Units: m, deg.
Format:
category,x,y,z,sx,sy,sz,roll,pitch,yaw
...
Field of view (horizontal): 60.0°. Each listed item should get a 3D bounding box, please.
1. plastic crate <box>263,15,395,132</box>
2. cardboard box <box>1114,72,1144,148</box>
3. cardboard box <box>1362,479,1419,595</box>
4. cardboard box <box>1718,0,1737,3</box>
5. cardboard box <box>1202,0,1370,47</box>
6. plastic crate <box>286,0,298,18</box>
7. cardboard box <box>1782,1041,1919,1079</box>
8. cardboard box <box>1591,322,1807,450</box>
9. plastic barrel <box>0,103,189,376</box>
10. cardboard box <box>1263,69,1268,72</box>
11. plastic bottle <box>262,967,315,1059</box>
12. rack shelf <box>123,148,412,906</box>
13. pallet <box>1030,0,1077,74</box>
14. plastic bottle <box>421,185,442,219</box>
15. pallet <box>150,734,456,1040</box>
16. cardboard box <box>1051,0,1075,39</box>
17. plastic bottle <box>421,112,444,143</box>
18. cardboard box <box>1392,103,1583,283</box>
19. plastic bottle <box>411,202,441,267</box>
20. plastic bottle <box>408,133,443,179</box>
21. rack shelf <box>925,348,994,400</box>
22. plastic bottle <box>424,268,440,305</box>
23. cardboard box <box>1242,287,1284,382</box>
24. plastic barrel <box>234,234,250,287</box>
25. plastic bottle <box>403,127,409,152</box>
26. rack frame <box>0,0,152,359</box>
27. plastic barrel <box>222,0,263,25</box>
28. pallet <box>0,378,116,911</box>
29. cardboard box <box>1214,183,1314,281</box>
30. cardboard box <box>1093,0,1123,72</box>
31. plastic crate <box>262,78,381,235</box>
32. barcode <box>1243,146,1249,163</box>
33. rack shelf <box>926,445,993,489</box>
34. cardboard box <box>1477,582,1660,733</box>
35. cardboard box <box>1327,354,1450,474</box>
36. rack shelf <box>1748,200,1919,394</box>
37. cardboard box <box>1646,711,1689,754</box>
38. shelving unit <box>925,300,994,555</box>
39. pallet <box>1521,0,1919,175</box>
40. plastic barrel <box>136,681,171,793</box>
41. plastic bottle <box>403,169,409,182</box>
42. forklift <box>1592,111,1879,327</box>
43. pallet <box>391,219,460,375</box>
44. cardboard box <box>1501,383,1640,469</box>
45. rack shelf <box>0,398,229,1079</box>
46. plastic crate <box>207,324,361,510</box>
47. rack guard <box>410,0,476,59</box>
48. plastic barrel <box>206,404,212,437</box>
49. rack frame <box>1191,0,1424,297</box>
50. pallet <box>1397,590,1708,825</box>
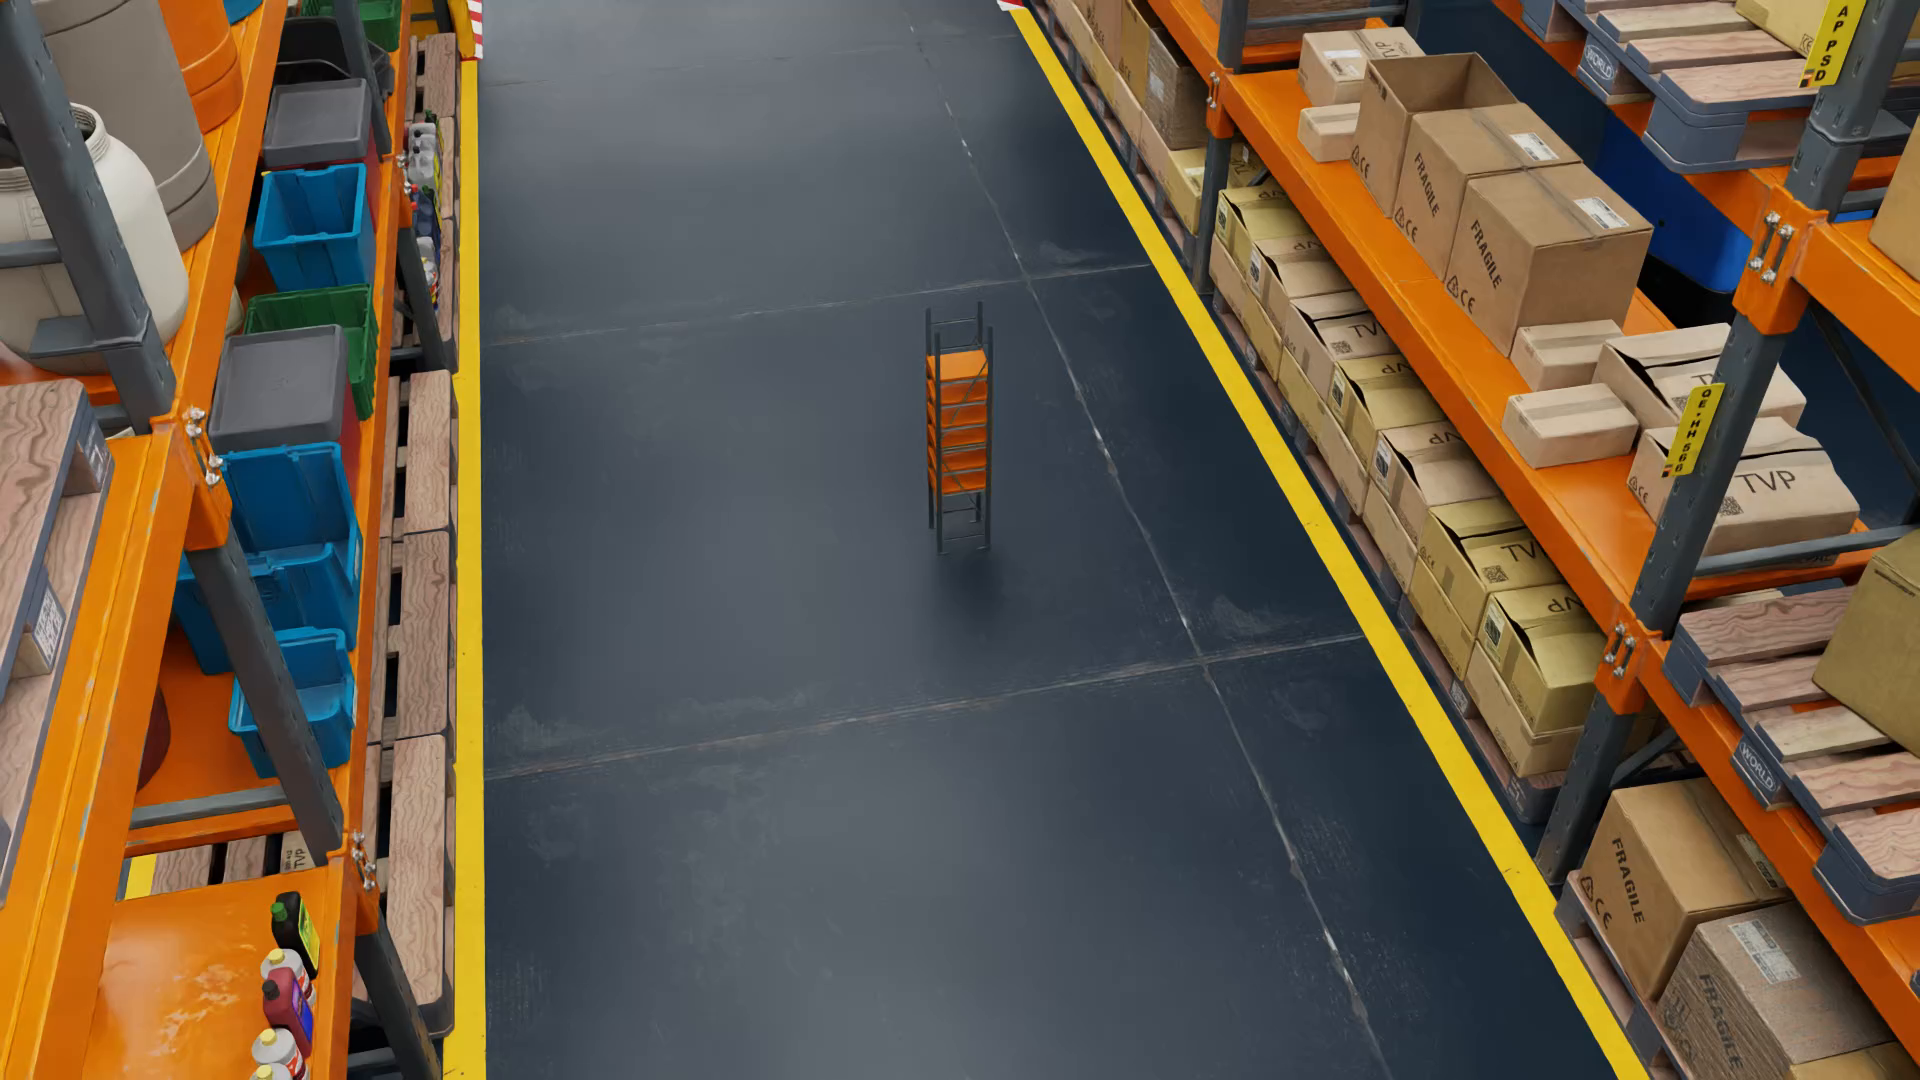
category,x,y,z,sx,sy,sz,roll,pitch,yaw
plastic crate,-3.057,-2.179,7.774,0.767,0.338,0.504,-8,42,-9
cardboard box,1.235,-2.598,9.954,0.500,0.250,0.500,-8,42,-9
cardboard box,2.061,-0.054,7.088,0.500,0.250,0.500,-7,42,-8
cardboard box,2.349,-1.805,4.843,0.500,0.250,0.500,-7,42,-8
cardboard box,1.668,-2.876,8.437,0.700,0.500,0.500,-9,42,-10
plastic crate,-3.666,-2.762,8.583,0.530,0.136,0.437,-8,42,-9
cardboard box,2.674,1.811,4.783,0.500,0.500,0.500,-9,42,-10
cardboard box,2.629,-0.533,5.940,0.500,0.311,0.500,-9,42,-10
plastic barrel,-1.972,-0.661,3.673,0.421,0.512,0.421,0,42,0
cardboard box,1.859,-2.630,9.425,0.500,0.500,0.500,-8,42,-9
plastic bottle,-1.651,1.142,4.073,0.061,0.283,0.133,-8,42,-9
rack shelf,-2.636,-0.279,6.129,1.077,0.370,4.000,-8,42,-9
pallet,1.112,-3.612,11.442,1.003,0.211,1.213,-8,42,-9
plastic bottle,-2.916,-1.855,9.138,0.097,0.201,0.097,0,42,0
pallet,-2.334,1.283,5.927,1.003,0.211,1.213,-8,42,-9
cardboard box,0.916,-3.571,11.050,0.500,0.250,0.500,-8,42,-9
plastic bottle,-3.107,-2.428,9.784,0.097,0.201,0.097,0,42,0
cardboard box,2.141,-1.423,6.800,0.500,0.500,0.500,-8,42,-9
plastic bottle,-2.837,-1.601,8.740,0.144,0.351,0.185,-7,42,-8
plastic bottle,-3.049,-2.199,9.469,0.152,0.276,0.135,-9,42,-10
rack shelf,-0.003,-0.694,6.935,0.258,0.103,0.180,-8,42,-9
plastic bottle,-2.731,-1.298,8.511,0.097,0.201,0.097,0,42,0
cardboard box,1.724,-1.052,8.213,0.500,0.250,0.500,-7,42,-8
plastic barrel,-3.076,-1.244,6.571,0.433,0.535,0.433,0,42,0
plastic bottle,-3.183,-2.276,9.551,0.061,0.283,0.133,-8,42,-9
rack frame,-2.205,-1.496,2.438,1.000,3.000,0.127,-8,42,-9
plastic barrel,-2.464,-2.008,4.897,0.600,0.901,0.708,-8,42,-9
pallet,-2.135,0.207,2.922,1.003,0.211,1.213,-8,42,-9
cardboard box,1.615,-1.587,8.393,0.500,0.311,0.500,-8,42,-9
cardboard box,1.126,-3.202,10.069,0.500,0.500,0.500,-8,42,-9
plastic crate,-2.665,-1.599,7.025,0.402,0.464,0.583,-8,42,-9
barcode,1.418,-1.916,8.259,0.001,0.075,0.075,-8,42,-9
rack shelf,-0.003,-0.335,7.253,0.258,0.103,0.180,-8,42,-9
cardboard box,2.279,0.398,6.156,0.500,0.311,0.500,-7,42,-8
cardboard box,1.949,-0.591,7.270,0.500,0.311,0.500,-7,42,-8
rack shelf,3.065,0.484,3.009,1.077,0.370,4.000,-8,42,-9
cardboard box,2.807,0.530,6.430,0.500,0.250,0.500,-8,42,-9
shelving unit,-0.003,-0.458,7.144,0.258,1.200,0.189,-8,42,-9
pallet,2.399,-1.438,4.774,1.213,0.211,1.003,-7,42,-7
plastic barrel,-2.601,0.440,4.674,0.600,0.536,0.708,-8,42,-9
plastic bottle,-3.109,-1.934,9.171,0.152,0.276,0.135,-8,42,-9
forklift,4.942,-2.882,8.571,3.031,2.935,1.130,-20,45,-21
pallet,-3.172,-1.243,8.773,1.003,0.211,1.213,-8,42,-9
cardboard box,2.169,-0.409,5.922,0.380,0.149,0.250,-8,42,-9
rack shelf,-1.773,1.192,2.212,1.077,0.370,4.000,-8,42,-9
plastic crate,-2.255,-0.367,5.638,0.402,0.464,0.583,-8,42,-9
rack guard,-3.869,-3.460,11.053,1.175,0.500,0.348,-8,42,-9
plastic barrel,-2.824,-0.488,5.720,0.433,0.535,0.433,0,42,0
rack frame,1.769,-2.552,8.147,1.000,3.000,0.127,-8,42,-9
pallet,2.493,0.544,6.760,1.003,0.211,1.213,-8,42,-9
